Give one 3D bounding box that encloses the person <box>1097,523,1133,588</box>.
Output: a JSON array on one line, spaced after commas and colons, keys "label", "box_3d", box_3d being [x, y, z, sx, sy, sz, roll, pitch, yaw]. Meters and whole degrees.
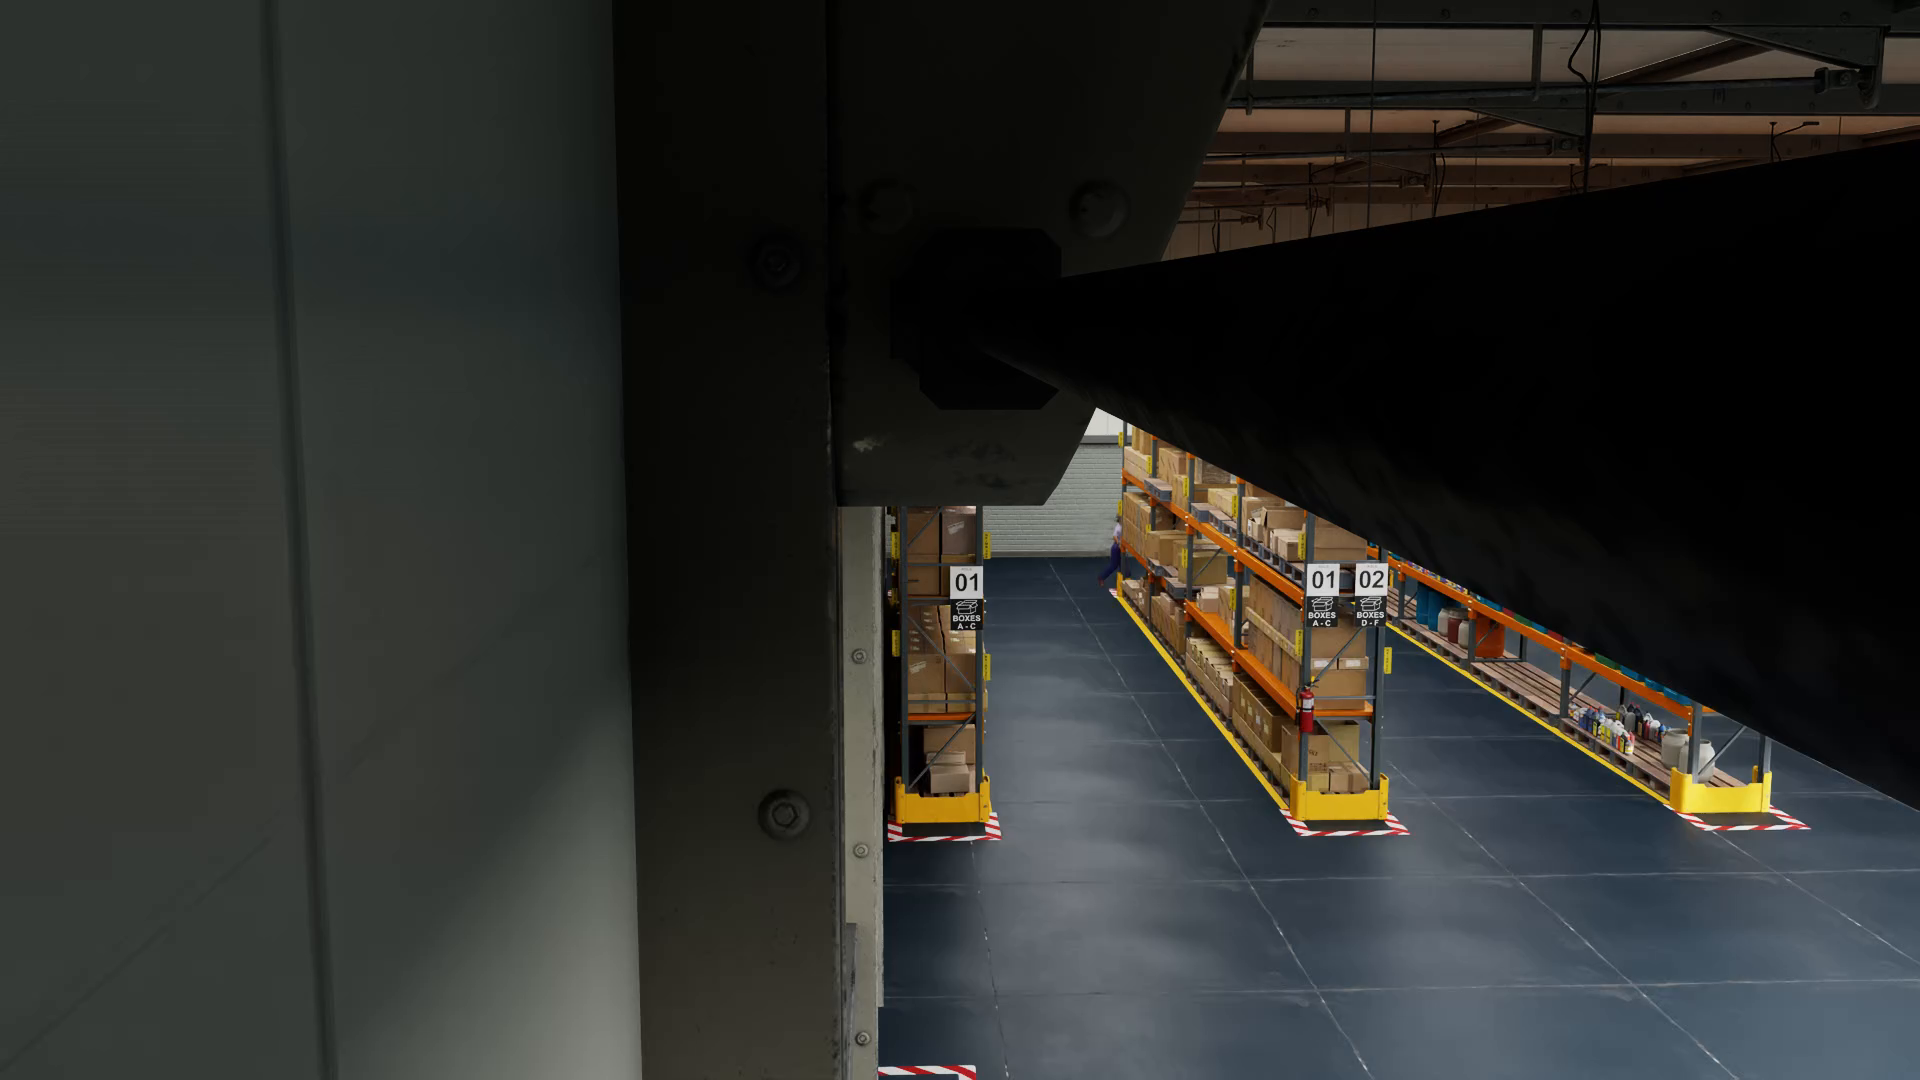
[{"label": "person", "box_3d": [3.603, 0.341, 37.458, 0.969, 1.452, 0.594, 3, 8, 18]}]
